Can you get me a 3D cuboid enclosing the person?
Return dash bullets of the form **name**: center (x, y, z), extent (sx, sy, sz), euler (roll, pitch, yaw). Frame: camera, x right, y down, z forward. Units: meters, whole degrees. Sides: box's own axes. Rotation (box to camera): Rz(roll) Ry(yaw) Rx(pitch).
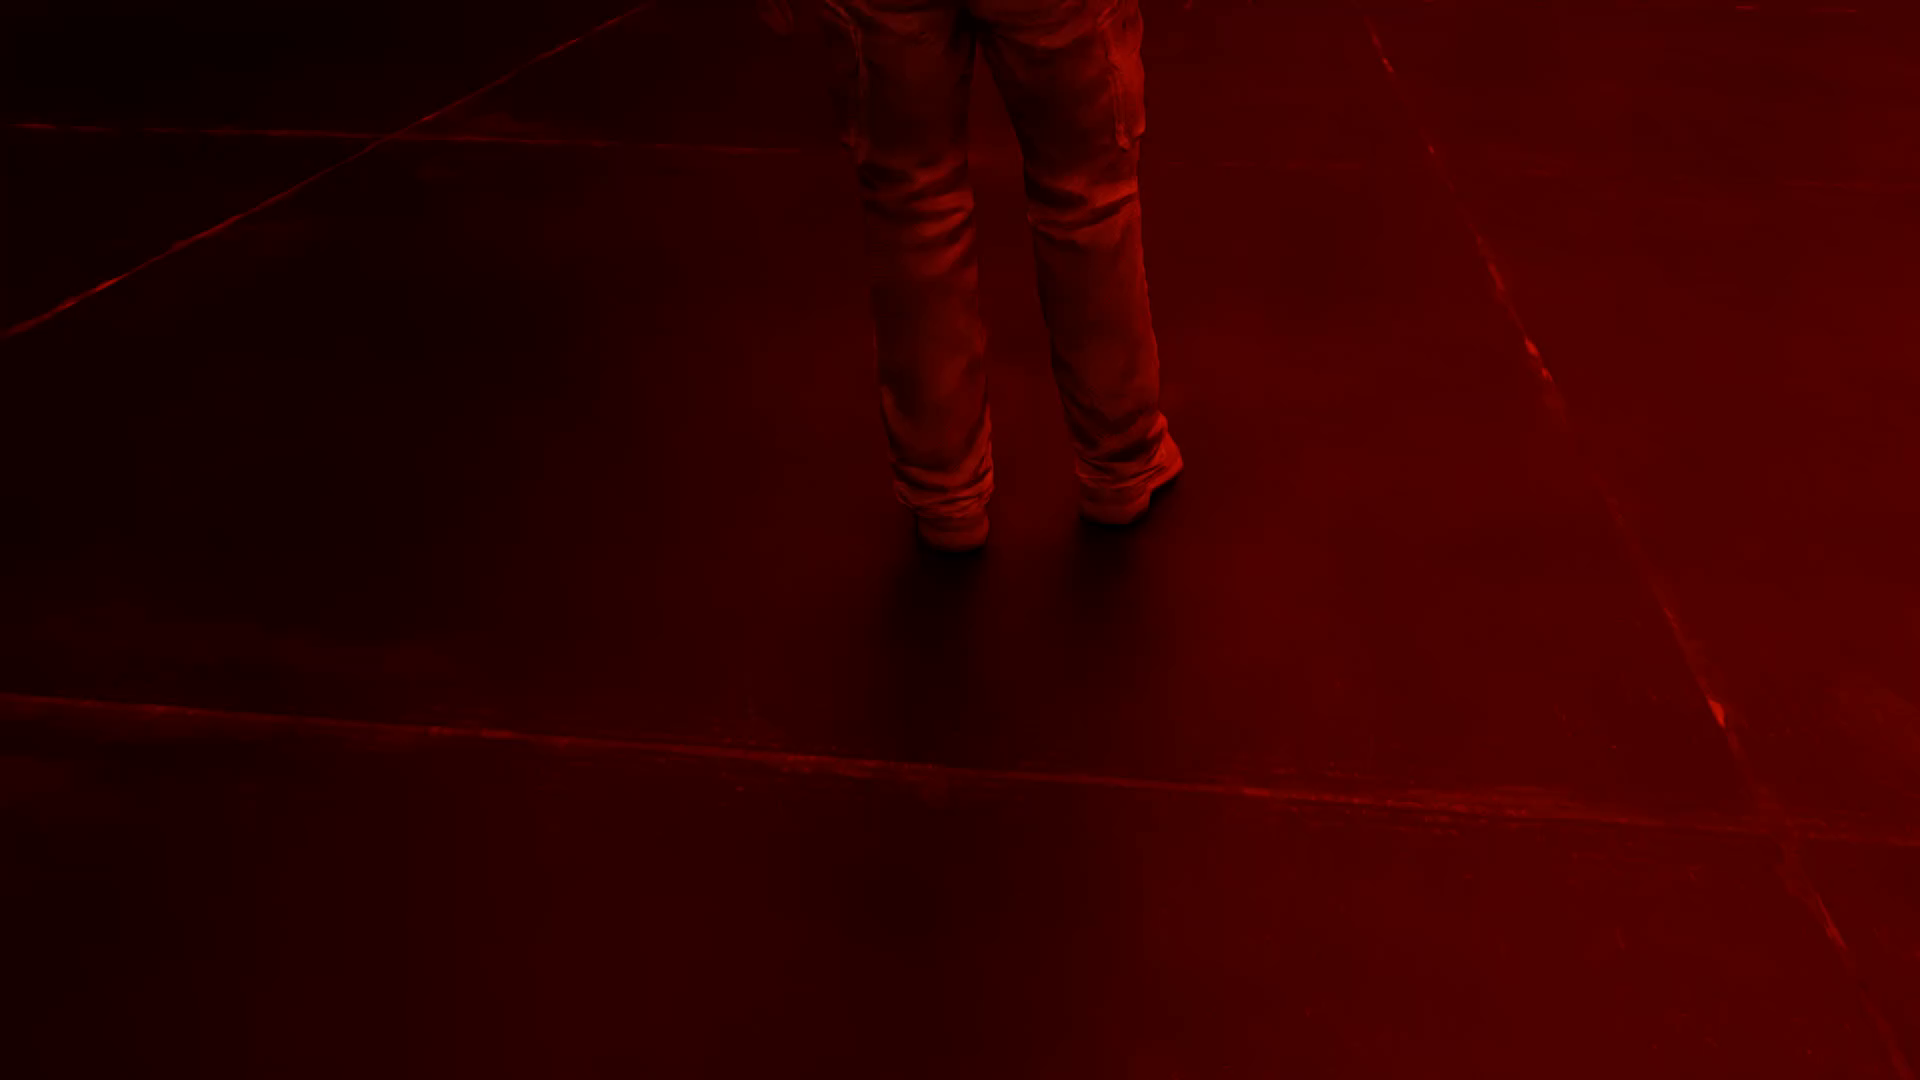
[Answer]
- **person**: center (0.017, -0.833, 2.163), extent (0.655, 1.777, 0.576), euler (3, 27, 7)
